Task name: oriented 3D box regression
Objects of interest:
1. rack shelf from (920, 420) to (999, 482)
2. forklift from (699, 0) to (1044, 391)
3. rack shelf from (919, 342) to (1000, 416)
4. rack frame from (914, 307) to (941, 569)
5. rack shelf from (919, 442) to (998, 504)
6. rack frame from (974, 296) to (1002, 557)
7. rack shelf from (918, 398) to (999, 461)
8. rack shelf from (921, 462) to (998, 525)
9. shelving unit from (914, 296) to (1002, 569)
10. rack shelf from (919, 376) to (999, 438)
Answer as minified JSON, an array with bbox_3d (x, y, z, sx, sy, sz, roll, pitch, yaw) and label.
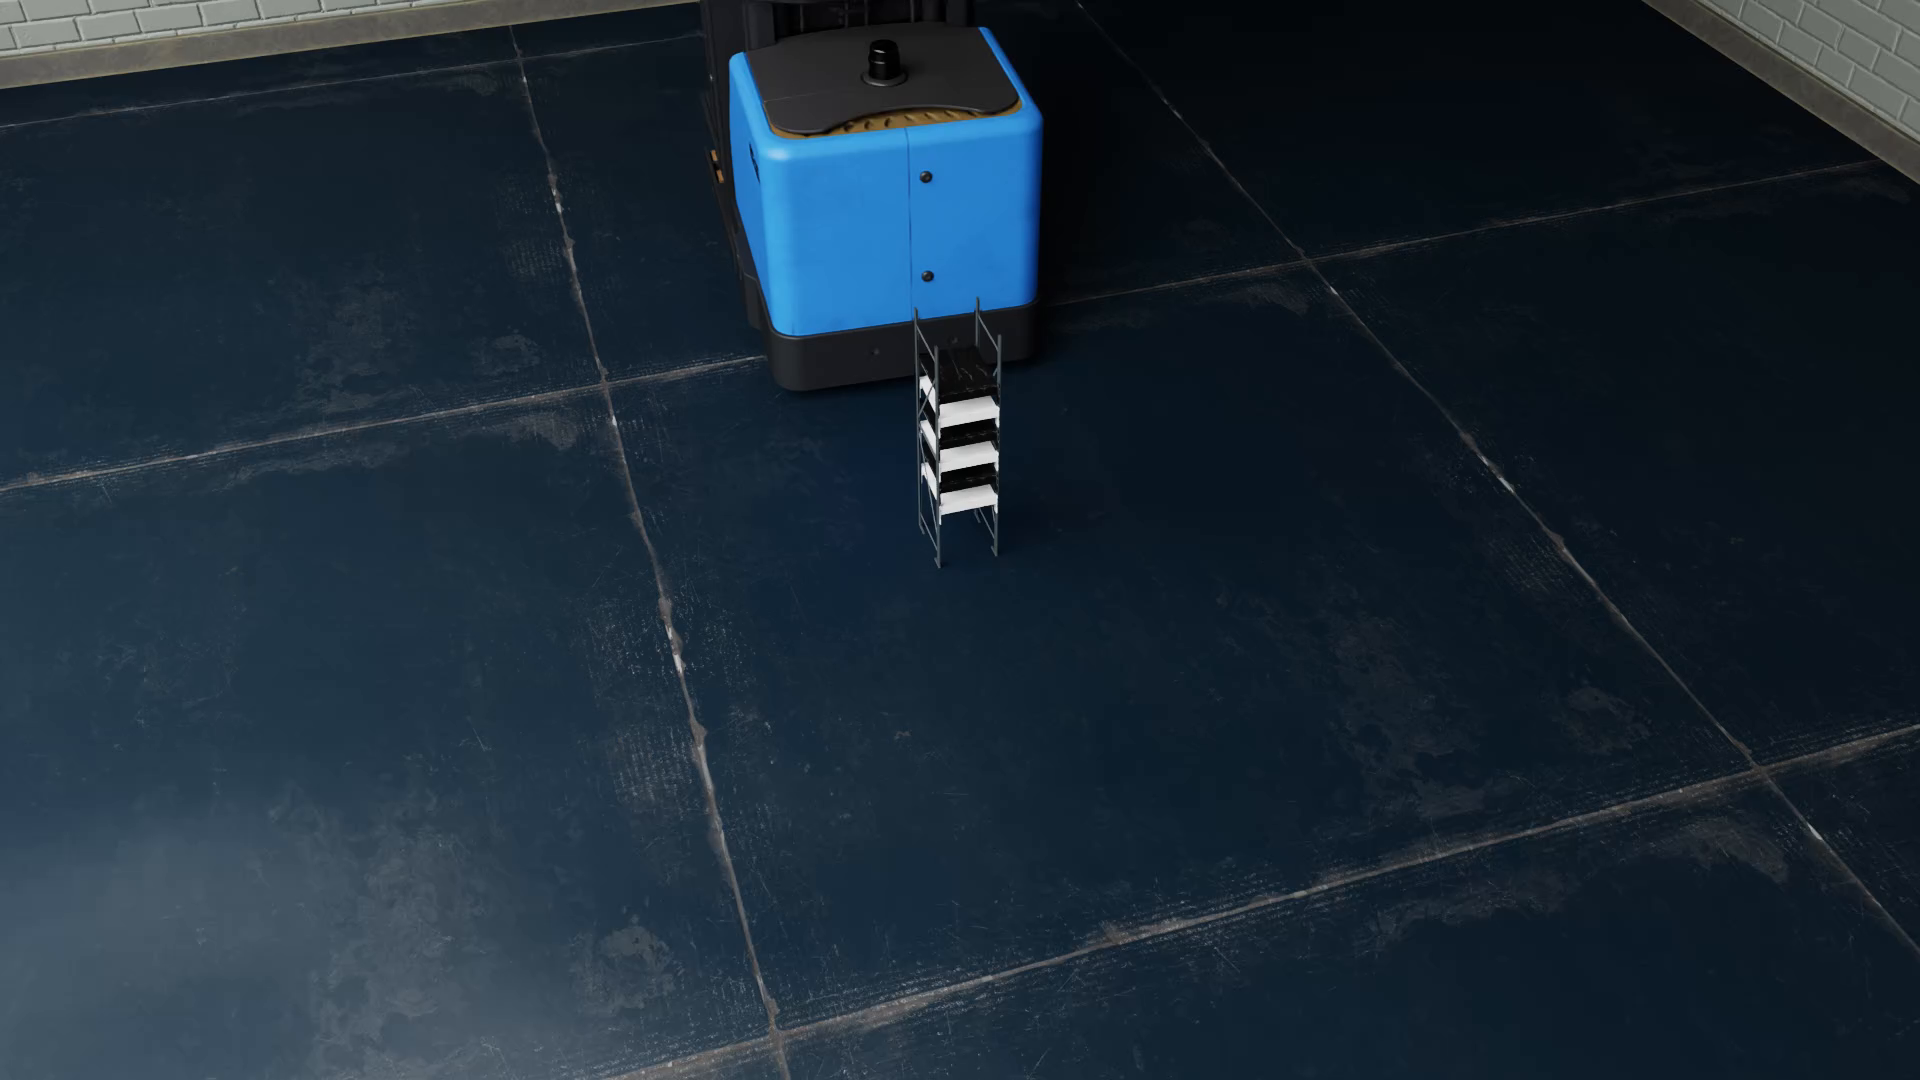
[{"bbox_3d":[-0.008,-0.312,5.474,0.200,0.077,0.258,-12,42,-13],"label":"rack shelf"},{"bbox_3d":[-0.540,-2.646,6.551,1.130,2.935,3.031,-9,42,-10],"label":"forklift"},{"bbox_3d":[-0.008,-0.516,5.296,0.200,0.077,0.258,-12,42,-13],"label":"rack shelf"},{"bbox_3d":[-0.105,-0.317,5.429,0.006,0.900,0.240,-12,42,-13],"label":"rack frame"},{"bbox_3d":[-0.008,-0.244,5.533,0.200,0.077,0.258,-12,42,-13],"label":"rack shelf"},{"bbox_3d":[0.089,-0.357,5.475,0.006,0.900,0.240,-12,42,-13],"label":"rack frame"},{"bbox_3d":[-0.008,-0.380,5.415,0.200,0.077,0.258,-12,42,-13],"label":"rack shelf"},{"bbox_3d":[-0.008,-0.177,5.592,0.200,0.077,0.258,-12,42,-13],"label":"rack shelf"},{"bbox_3d":[-0.008,-0.337,5.452,0.210,0.900,0.258,-12,42,-13],"label":"shelving unit"},{"bbox_3d":[-0.008,-0.448,5.356,0.200,0.077,0.258,-12,42,-13],"label":"rack shelf"}]
